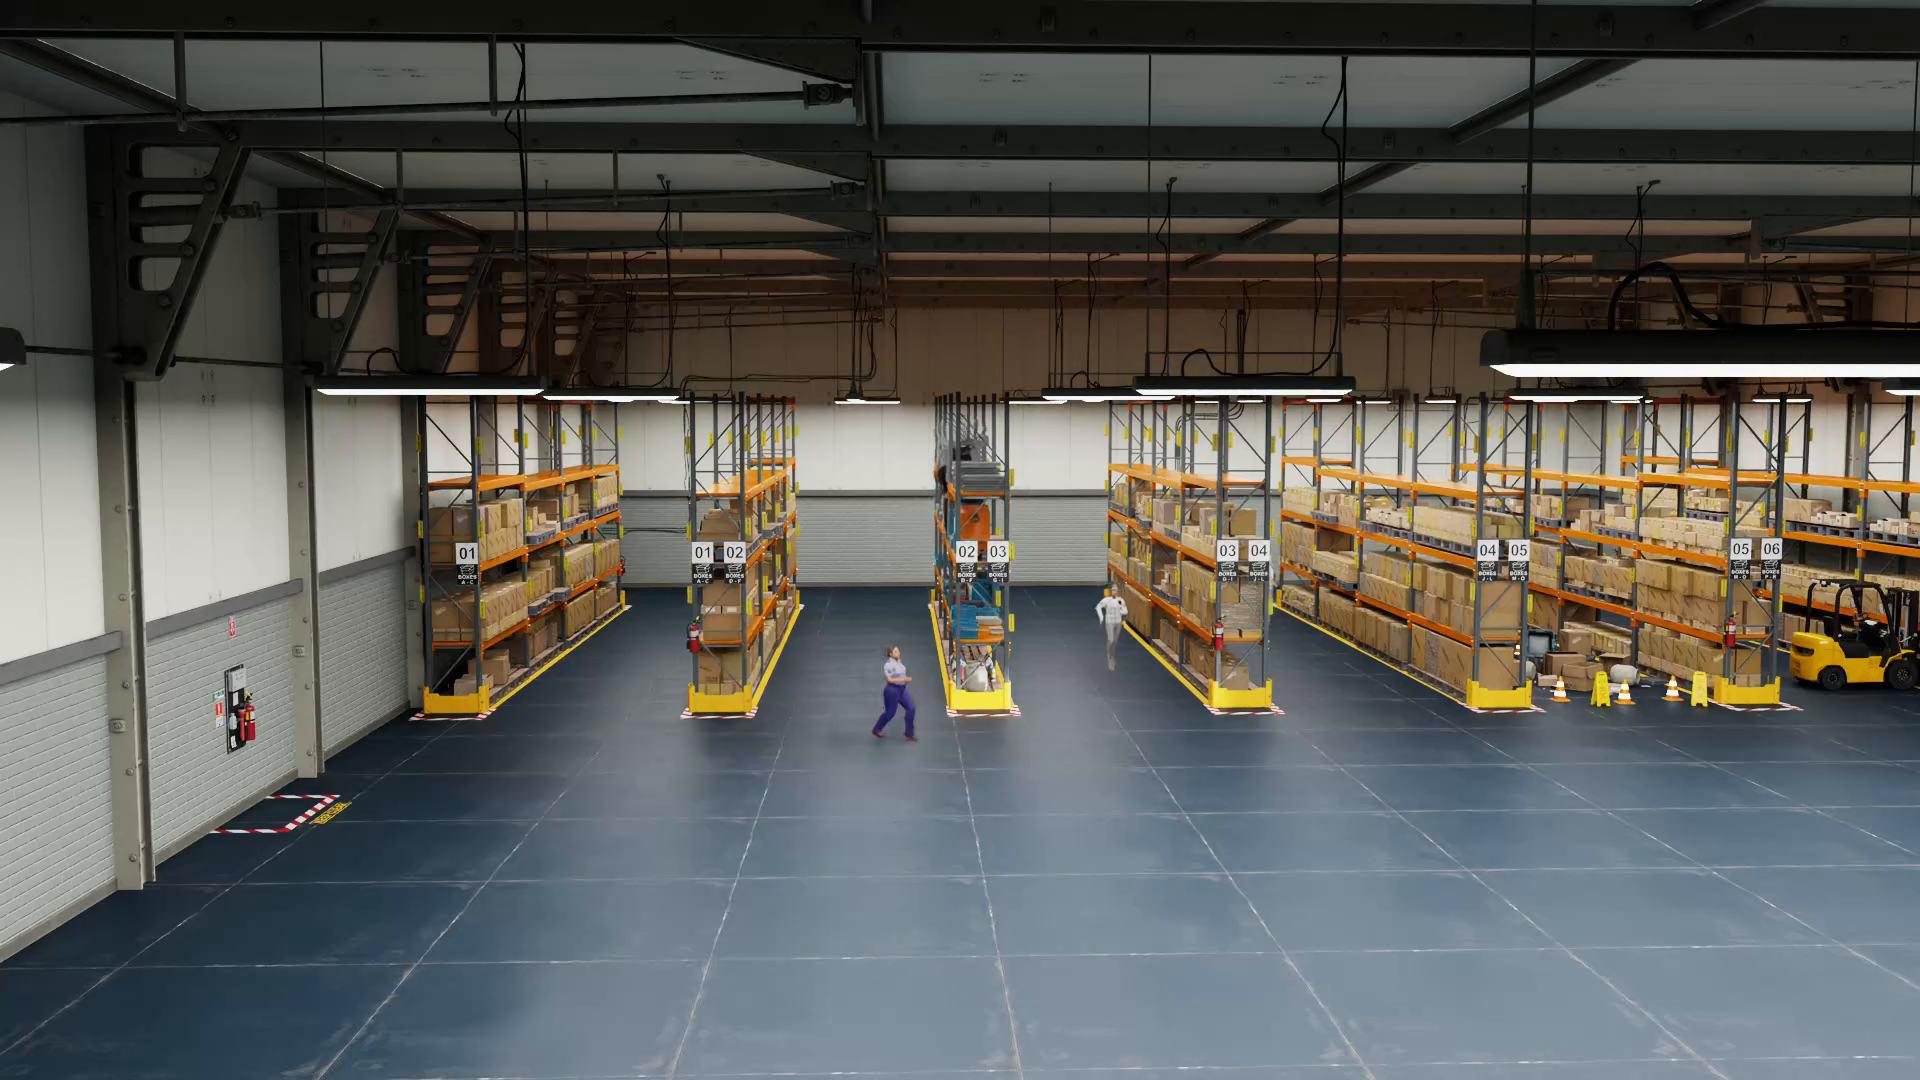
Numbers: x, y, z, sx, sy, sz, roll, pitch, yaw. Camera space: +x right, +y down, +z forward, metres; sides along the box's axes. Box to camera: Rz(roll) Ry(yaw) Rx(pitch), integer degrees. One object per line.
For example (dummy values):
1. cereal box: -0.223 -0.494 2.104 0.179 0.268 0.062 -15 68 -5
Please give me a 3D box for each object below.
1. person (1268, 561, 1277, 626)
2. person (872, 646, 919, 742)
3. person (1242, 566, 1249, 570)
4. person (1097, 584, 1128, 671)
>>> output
1. person: 8.014 1.333 43.649 0.682 1.768 0.940 0 5 -4
2. person: -1.108 2.647 28.497 0.816 1.673 0.607 2 5 27
3. person: 8.394 1.034 48.606 0.537 1.624 0.567 -2 5 -18
4. person: 3.220 1.817 34.867 0.576 1.794 0.691 -1 5 -15
